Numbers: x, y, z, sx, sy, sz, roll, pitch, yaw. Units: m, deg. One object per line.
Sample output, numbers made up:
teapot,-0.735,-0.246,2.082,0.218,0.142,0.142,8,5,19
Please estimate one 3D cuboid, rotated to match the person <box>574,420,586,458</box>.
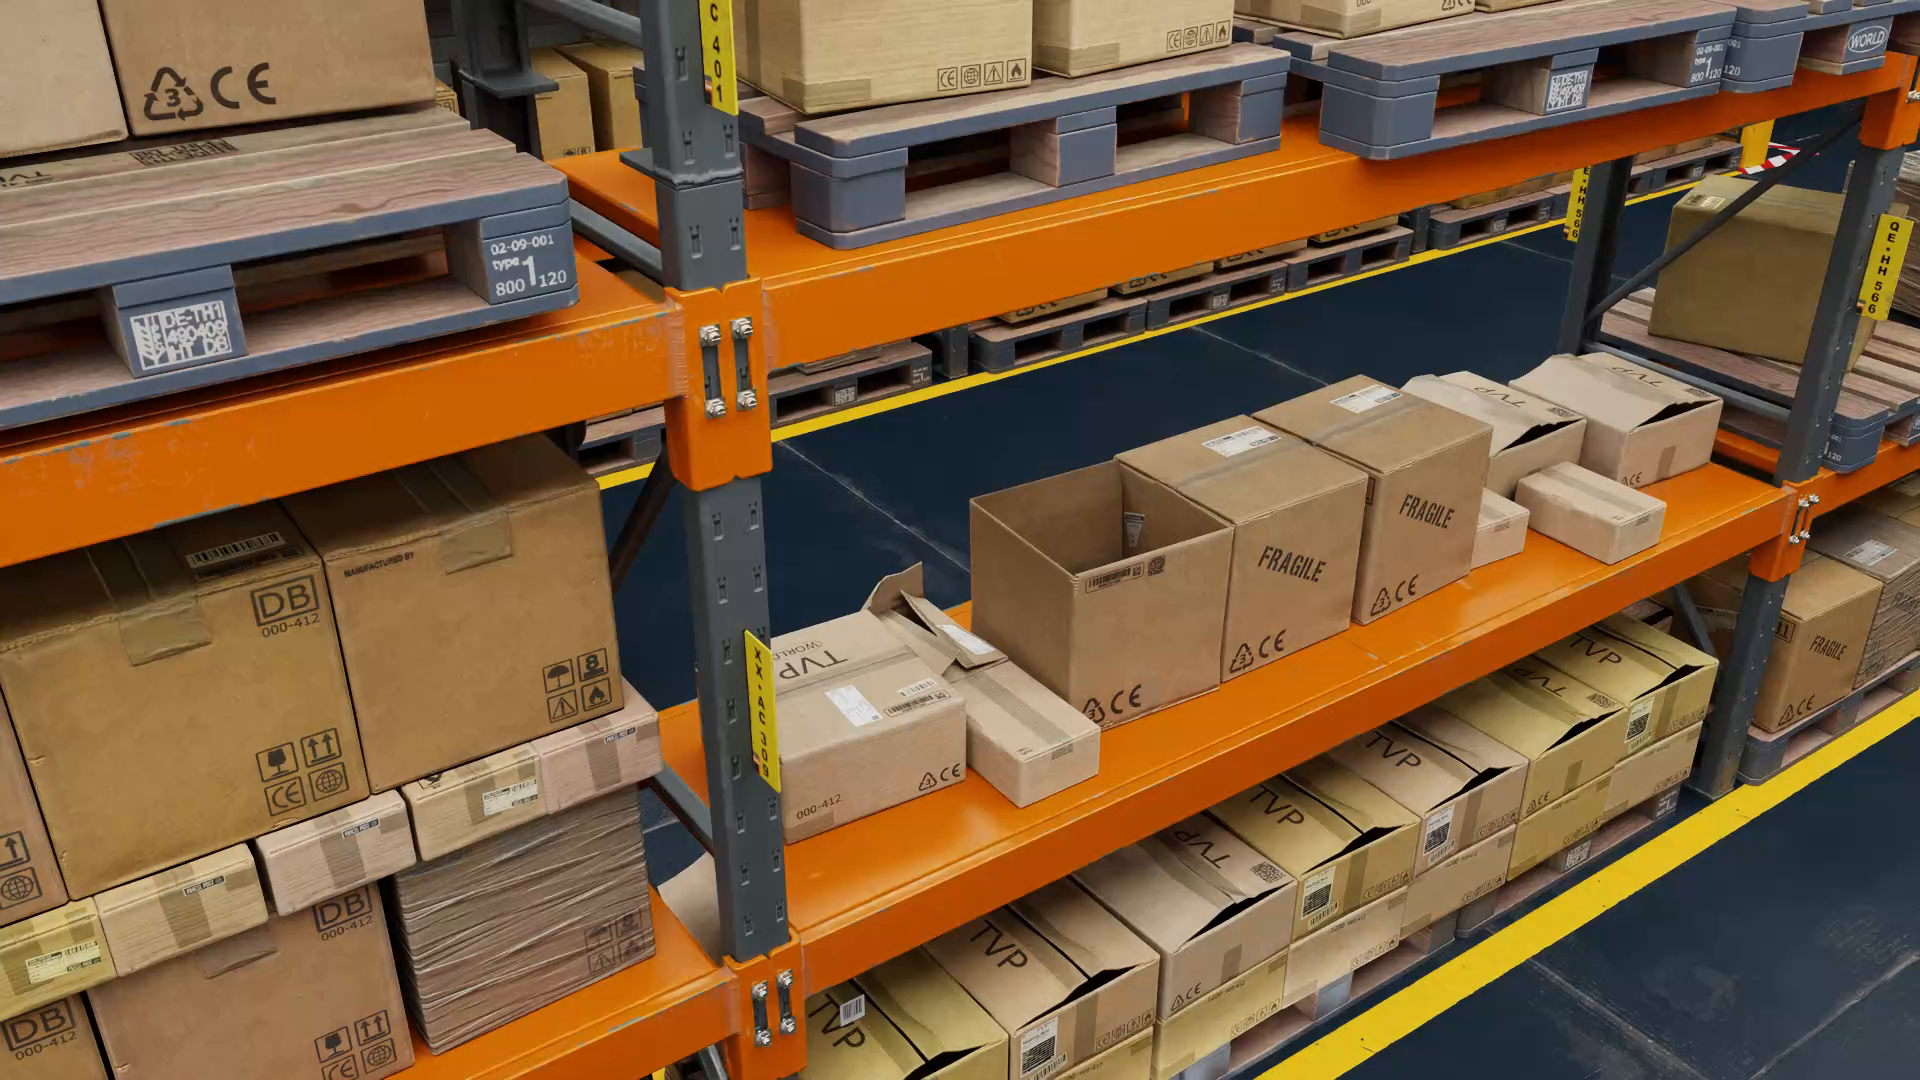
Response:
person,-1.672,-0.098,6.328,0.527,1.769,0.563,-18,33,-30
